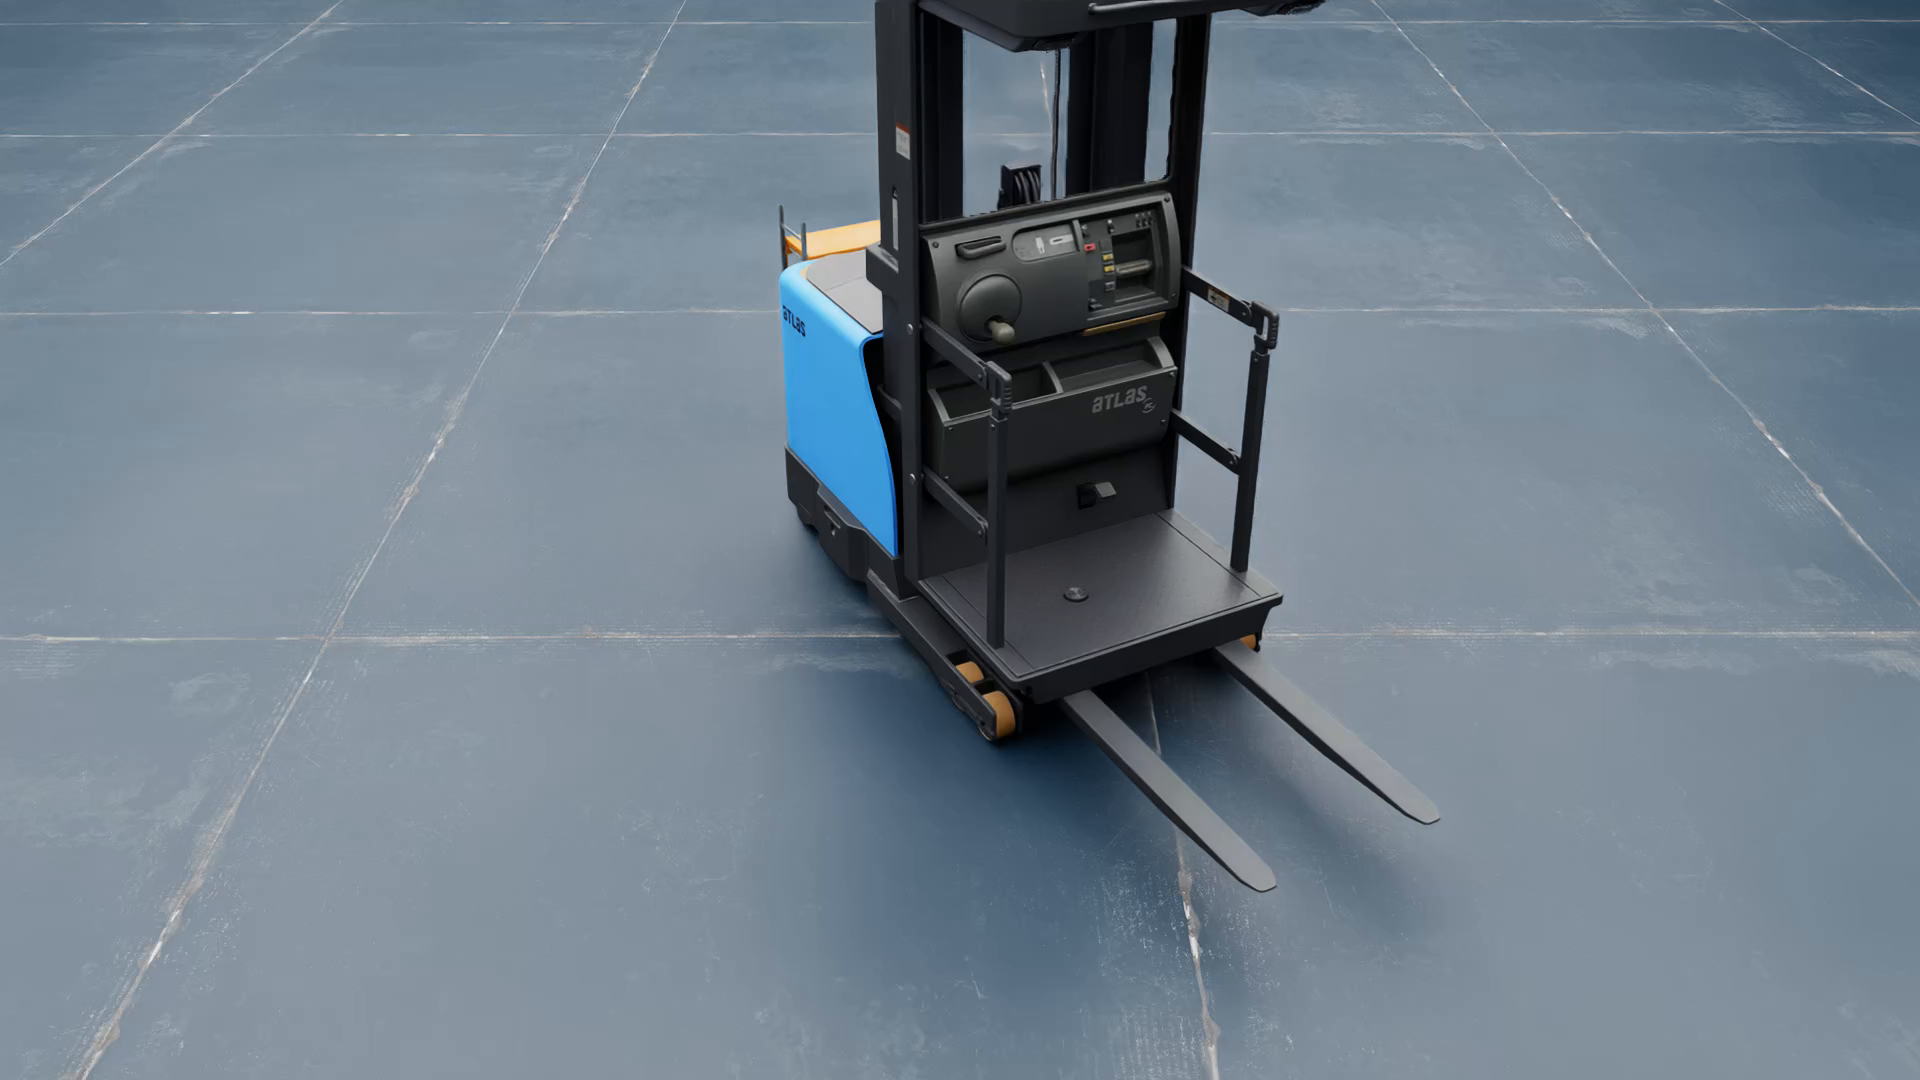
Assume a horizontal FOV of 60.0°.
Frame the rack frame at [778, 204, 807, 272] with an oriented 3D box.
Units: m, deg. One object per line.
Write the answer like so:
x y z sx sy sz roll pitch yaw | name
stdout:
-0.664 -0.775 6.871 0.015 1.200 0.240 -16 35 -24 | rack frame

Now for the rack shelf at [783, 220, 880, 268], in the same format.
-0.450 -1.172 6.767 0.480 0.148 0.258 -16 35 -24 | rack shelf

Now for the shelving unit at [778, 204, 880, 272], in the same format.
-0.450 -0.836 6.971 0.503 1.200 0.258 -16 35 -24 | shelving unit

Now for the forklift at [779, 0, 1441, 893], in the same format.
0.425 -0.843 5.314 1.130 2.935 3.031 -16 35 -24 | forklift
